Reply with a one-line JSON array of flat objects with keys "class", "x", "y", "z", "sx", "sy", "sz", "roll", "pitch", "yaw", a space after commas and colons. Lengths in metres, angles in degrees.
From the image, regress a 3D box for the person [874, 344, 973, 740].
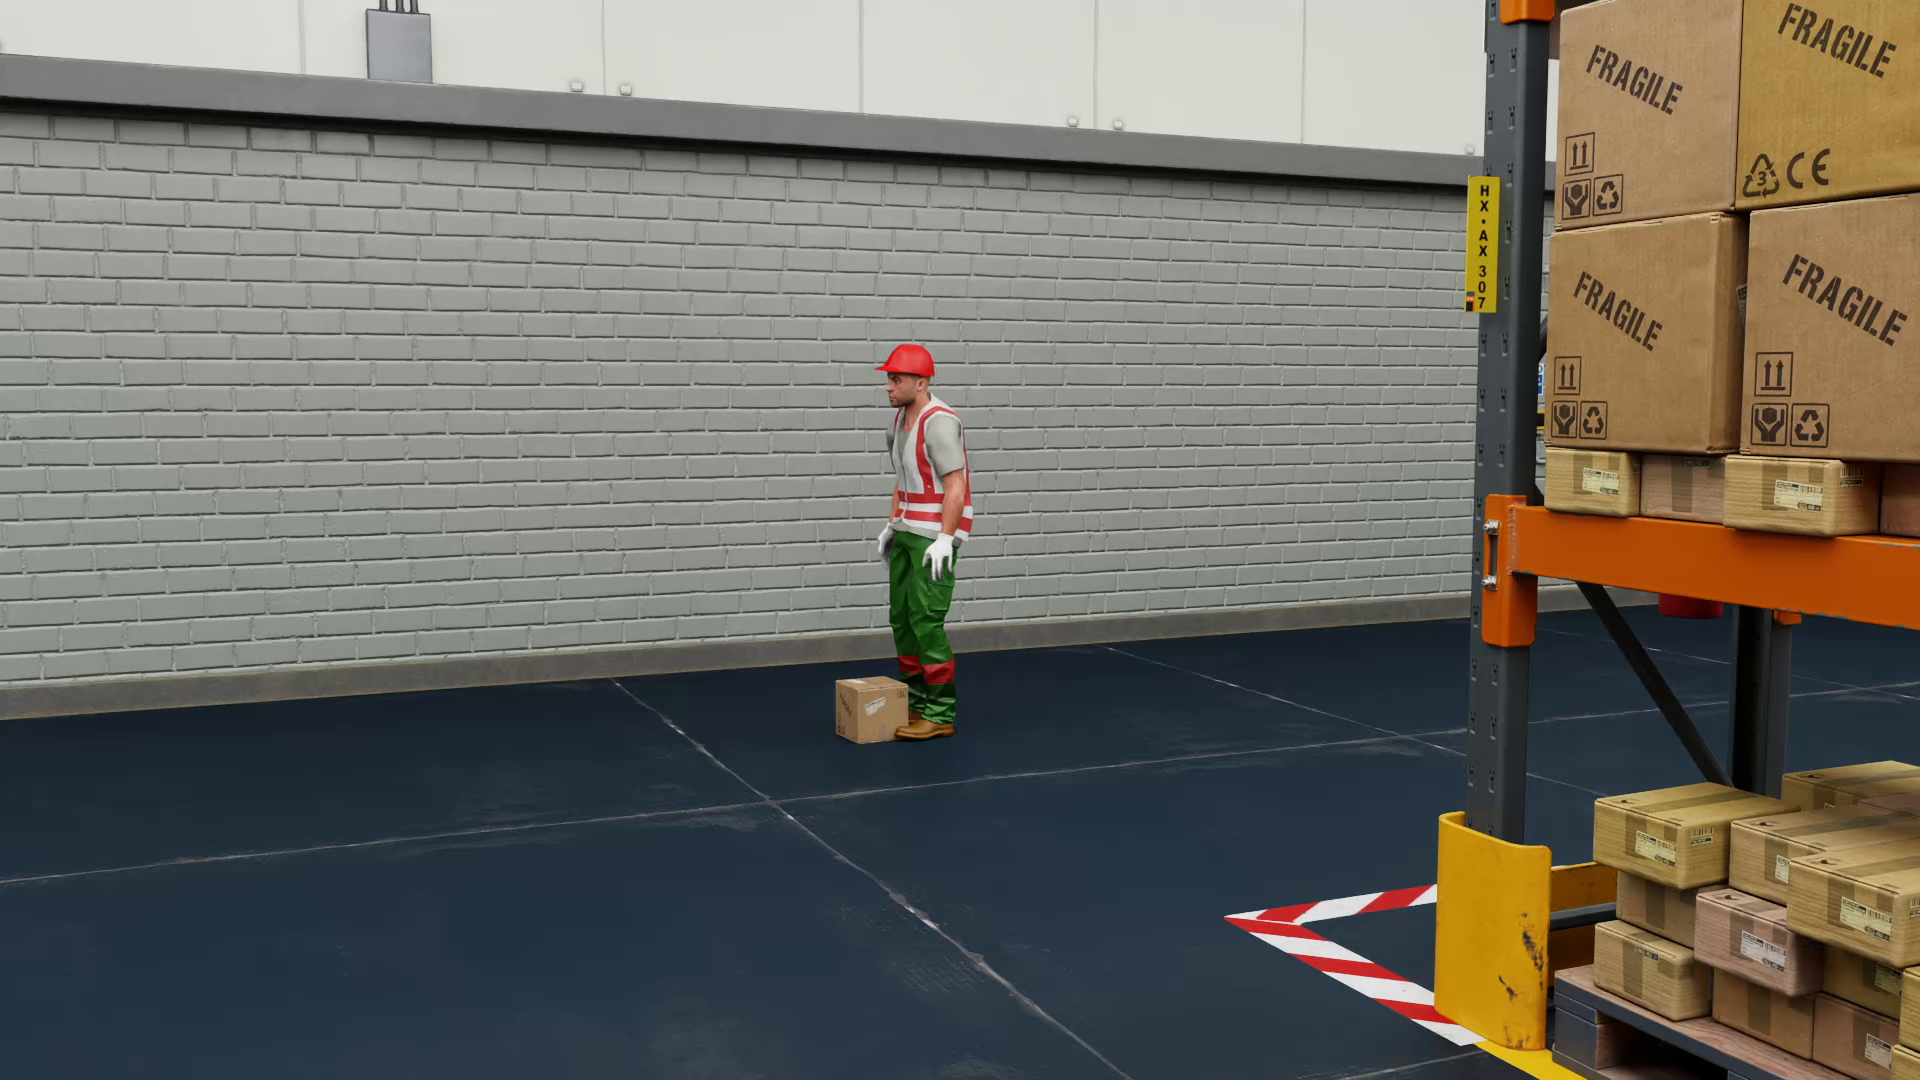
[{"class": "person", "x": -0.186, "y": 0.004, "z": 7.569, "sx": 0.447, "sy": 1.780, "sz": 0.620, "roll": -3, "pitch": 6, "yaw": -27}]
